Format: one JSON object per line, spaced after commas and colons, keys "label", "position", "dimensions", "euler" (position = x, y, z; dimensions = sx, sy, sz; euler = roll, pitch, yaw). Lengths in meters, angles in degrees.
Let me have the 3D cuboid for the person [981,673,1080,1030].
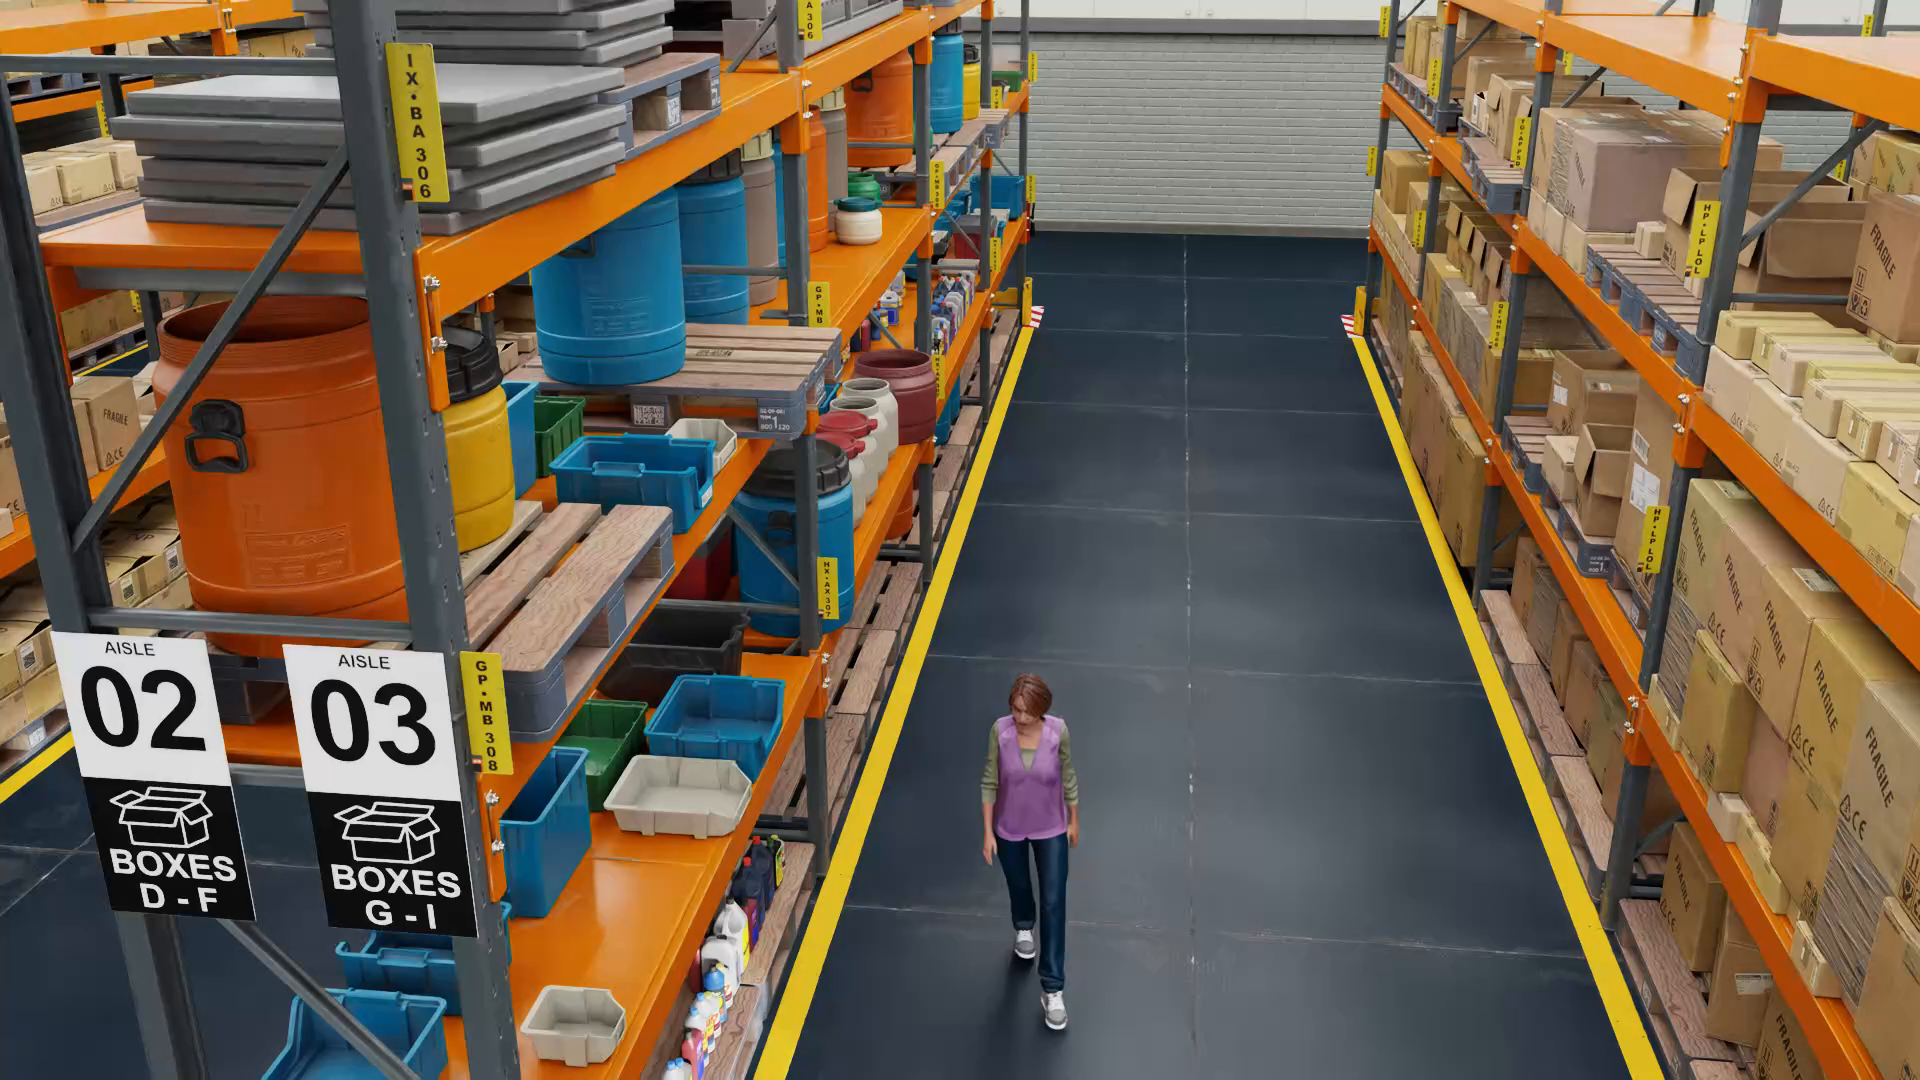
{"label": "person", "position": [0.312, 1.358, 7.622], "dimensions": [0.456, 1.562, 0.812], "euler": [3, 22, 8]}
